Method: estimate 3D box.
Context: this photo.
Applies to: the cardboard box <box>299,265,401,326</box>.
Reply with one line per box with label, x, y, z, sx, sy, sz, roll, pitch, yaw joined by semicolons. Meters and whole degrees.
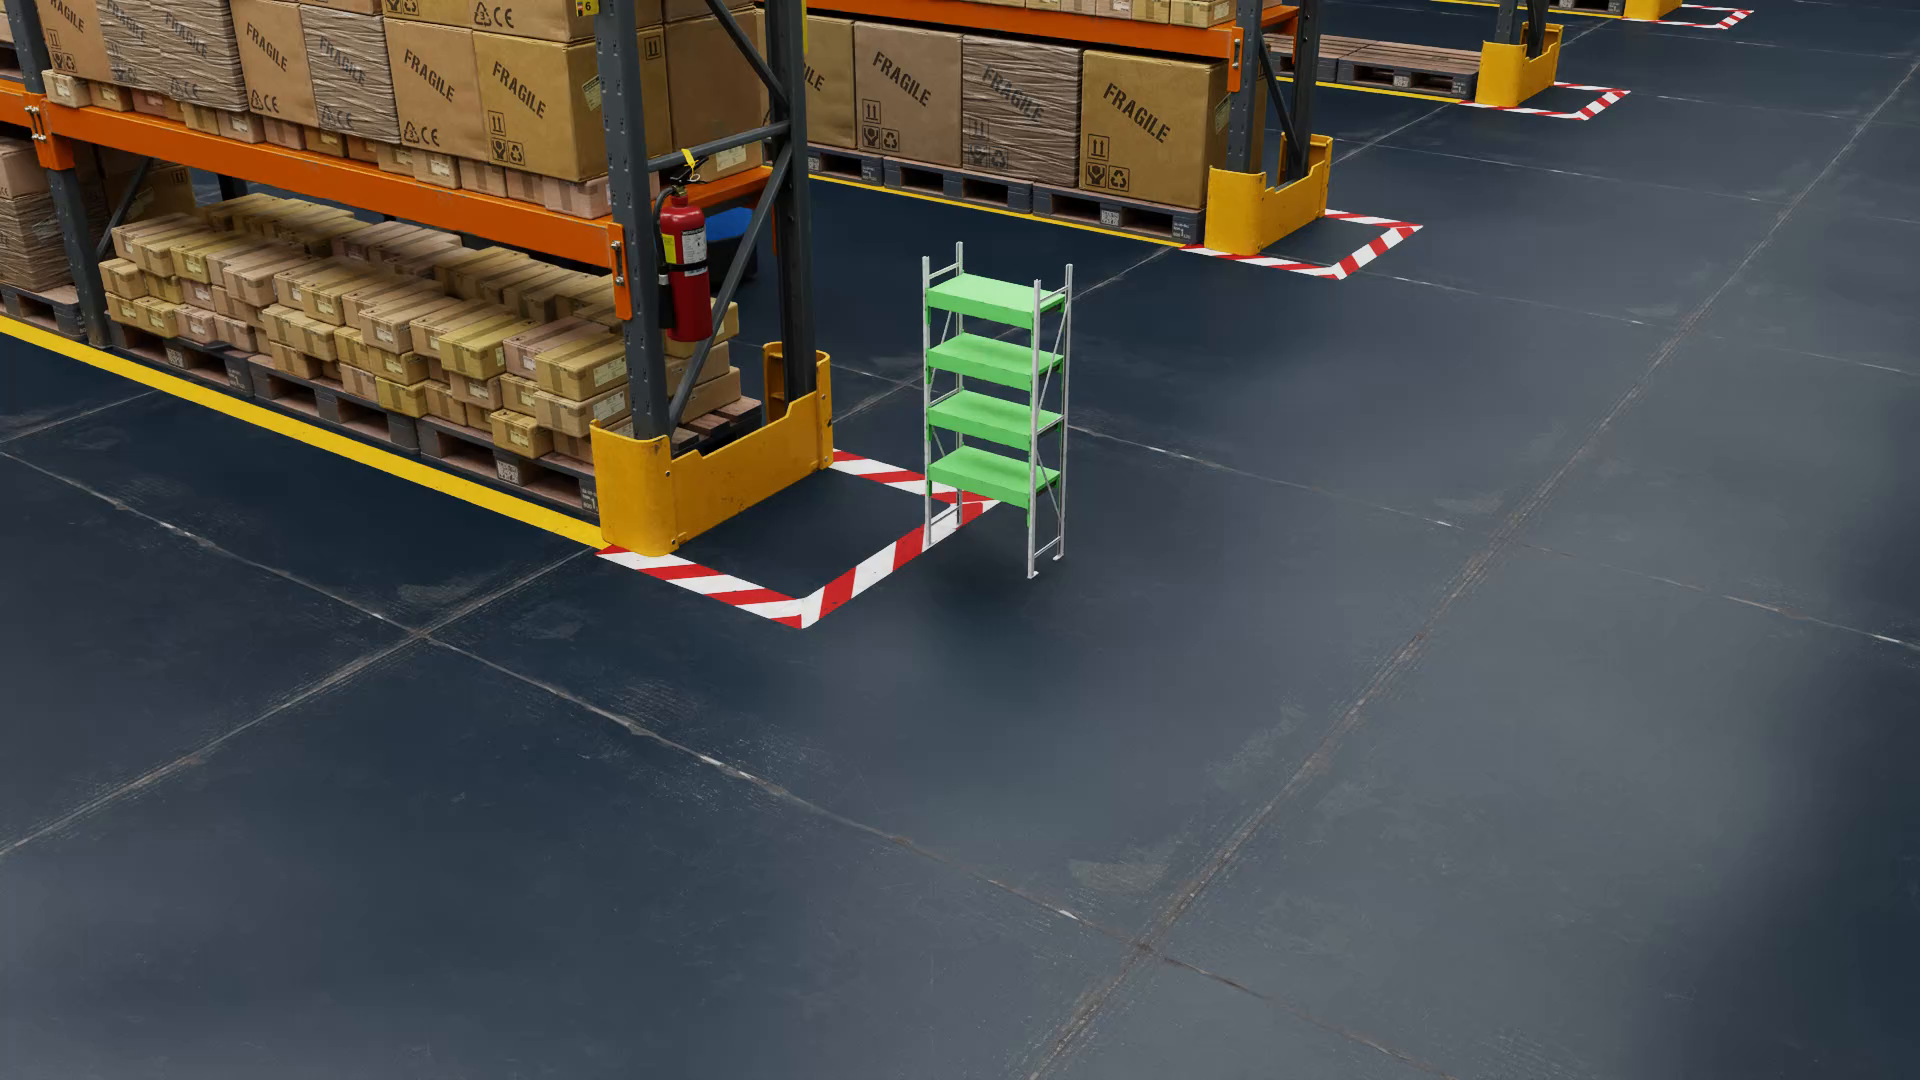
cardboard box;-2.806;-1.132;7.691;0.250;0.149;0.380;17;32;31

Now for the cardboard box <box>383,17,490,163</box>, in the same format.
cardboard box;-1.887;-1.830;6.601;0.500;0.500;0.500;17;31;30

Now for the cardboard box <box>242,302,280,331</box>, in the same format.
cardboard box;-3.214;-1.133;8.021;0.250;0.149;0.380;19;33;33

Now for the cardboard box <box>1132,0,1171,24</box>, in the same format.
cardboard box;1.247;-3.250;10.107;0.250;0.149;0.380;18;32;31

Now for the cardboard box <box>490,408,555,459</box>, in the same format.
cardboard box;-1.771;-0.501;7.108;0.250;0.149;0.380;18;32;32

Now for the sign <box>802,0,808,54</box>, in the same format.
sign;-0.642;-2.088;6.592;0.005;0.325;0.100;17;32;30

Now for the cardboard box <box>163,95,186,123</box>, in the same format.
cardboard box;-3.473;-2.060;7.768;0.250;0.149;0.380;16;31;28

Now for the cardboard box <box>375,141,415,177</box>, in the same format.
cardboard box;-2.201;-1.638;6.938;0.250;0.149;0.380;16;31;28

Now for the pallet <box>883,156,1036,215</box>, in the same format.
pallet;0.237;-2.575;11.577;1.213;0.211;1.003;17;32;30

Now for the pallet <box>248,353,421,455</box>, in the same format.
pallet;-2.663;-0.812;8.112;1.213;0.211;1.003;17;32;30

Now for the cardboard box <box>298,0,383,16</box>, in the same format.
cardboard box;-2.319;-2.407;6.632;0.500;0.500;0.500;19;33;33

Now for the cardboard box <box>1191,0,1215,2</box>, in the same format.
cardboard box;1.392;-3.419;9.998;0.500;0.250;0.500;17;31;30

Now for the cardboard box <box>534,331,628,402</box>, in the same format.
cardboard box;-1.529;-0.722;6.887;0.250;0.149;0.380;18;32;31

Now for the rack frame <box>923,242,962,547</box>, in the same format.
rack frame;-0.065;-0.555;6.517;0.015;1.200;0.240;17;32;30

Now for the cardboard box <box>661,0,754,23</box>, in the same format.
cardboard box;-1.169;-2.337;6.494;0.500;0.500;0.500;17;32;30

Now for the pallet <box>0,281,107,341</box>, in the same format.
pallet;-4.889;-1.483;9.432;1.213;0.211;1.003;17;32;30

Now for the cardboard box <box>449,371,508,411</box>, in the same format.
cardboard box;-1.975;-0.710;7.191;0.250;0.149;0.380;16;31;28

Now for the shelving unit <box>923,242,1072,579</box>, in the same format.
shelving unit;0.137;-0.492;6.394;0.503;1.200;0.258;17;32;30

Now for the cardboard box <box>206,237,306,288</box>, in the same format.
cardboard box;-3.422;-1.345;8.109;0.250;0.149;0.380;16;31;29

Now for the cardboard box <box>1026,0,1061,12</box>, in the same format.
cardboard box;0.619;-3.446;10.491;0.250;0.149;0.380;17;31;29

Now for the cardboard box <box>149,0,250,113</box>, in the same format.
cardboard box;-3.174;-2.215;7.357;0.500;0.500;0.500;17;31;29

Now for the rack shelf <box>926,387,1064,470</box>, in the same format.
rack shelf;0.137;-0.435;6.423;0.480;0.148;0.258;17;32;30

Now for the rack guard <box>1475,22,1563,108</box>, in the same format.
rack guard;4.773;-4.064;14.185;0.348;0.500;1.175;17;32;30

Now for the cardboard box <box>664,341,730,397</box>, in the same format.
cardboard box;-1.236;-0.779;7.326;0.250;0.149;0.380;19;32;32

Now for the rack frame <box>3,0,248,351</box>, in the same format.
rack frame;-4.247;-2.527;8.408;0.127;3.000;1.000;17;32;30

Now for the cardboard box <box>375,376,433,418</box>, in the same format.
cardboard box;-2.396;-0.702;7.503;0.250;0.149;0.380;16;31;28

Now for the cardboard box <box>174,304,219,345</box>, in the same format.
cardboard box;-3.675;-1.117;8.318;0.250;0.149;0.380;17;32;30

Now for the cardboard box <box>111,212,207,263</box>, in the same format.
cardboard box;-4.080;-1.542;8.498;0.250;0.149;0.380;19;32;32

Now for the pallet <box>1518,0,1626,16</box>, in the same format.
pallet;6.833;-6.011;18.330;1.213;0.211;1.003;17;32;30

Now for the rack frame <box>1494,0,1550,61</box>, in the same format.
rack frame;4.746;-5.180;13.621;0.127;3.000;1.000;17;32;30

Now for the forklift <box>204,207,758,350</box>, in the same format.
forklift;-2.653;-2.570;8.569;3.031;2.935;1.130;-19;33;-33

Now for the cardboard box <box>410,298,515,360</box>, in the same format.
cardboard box;-2.167;-0.918;7.270;0.250;0.149;0.380;16;31;28

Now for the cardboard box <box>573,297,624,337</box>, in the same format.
cardboard box;-1.484;-0.969;7.370;0.250;0.149;0.380;18;32;31

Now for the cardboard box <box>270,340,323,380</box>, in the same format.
cardboard box;-3.036;-0.912;7.914;0.250;0.149;0.380;16;31;29

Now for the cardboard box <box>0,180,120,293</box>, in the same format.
cardboard box;-4.999;-1.696;9.068;0.500;0.500;0.500;17;31;29

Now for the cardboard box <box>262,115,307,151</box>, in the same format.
cardboard box;-2.838;-1.848;7.351;0.250;0.149;0.380;19;32;32

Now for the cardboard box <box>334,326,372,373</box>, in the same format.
cardboard box;-2.610;-0.911;7.586;0.250;0.149;0.380;19;33;33

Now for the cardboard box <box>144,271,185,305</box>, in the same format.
cardboard box;-3.870;-1.332;8.412;0.250;0.149;0.380;18;32;31

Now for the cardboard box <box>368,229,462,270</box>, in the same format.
cardboard box;-2.689;-1.407;8.232;0.250;0.149;0.380;16;31;29

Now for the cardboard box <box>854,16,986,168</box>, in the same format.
cardboard box;-0.115;-3.165;11.541;0.875;0.875;0.875;17;32;30

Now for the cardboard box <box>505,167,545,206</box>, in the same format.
cardboard box;-1.562;-1.443;6.556;0.250;0.149;0.380;17;32;30

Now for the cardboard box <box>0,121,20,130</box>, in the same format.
cardboard box;-5.420;-2.168;9.168;0.500;0.250;0.500;19;33;33

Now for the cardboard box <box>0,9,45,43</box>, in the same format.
cardboard box;-4.686;-2.630;8.424;0.250;0.149;0.380;17;31;29

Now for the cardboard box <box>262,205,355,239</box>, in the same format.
cardboard box;-3.364;-1.602;8.616;0.250;0.149;0.380;17;32;30

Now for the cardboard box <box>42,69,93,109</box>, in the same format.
cardboard box;-4.198;-2.220;8.081;0.250;0.149;0.380;19;32;32

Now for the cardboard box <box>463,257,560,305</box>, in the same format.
cardboard box;-2.094;-1.189;7.803;0.250;0.149;0.380;19;32;32

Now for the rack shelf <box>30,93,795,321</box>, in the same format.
rack shelf;-2.598;-1.692;7.562;4.000;0.370;1.077;17;32;30
